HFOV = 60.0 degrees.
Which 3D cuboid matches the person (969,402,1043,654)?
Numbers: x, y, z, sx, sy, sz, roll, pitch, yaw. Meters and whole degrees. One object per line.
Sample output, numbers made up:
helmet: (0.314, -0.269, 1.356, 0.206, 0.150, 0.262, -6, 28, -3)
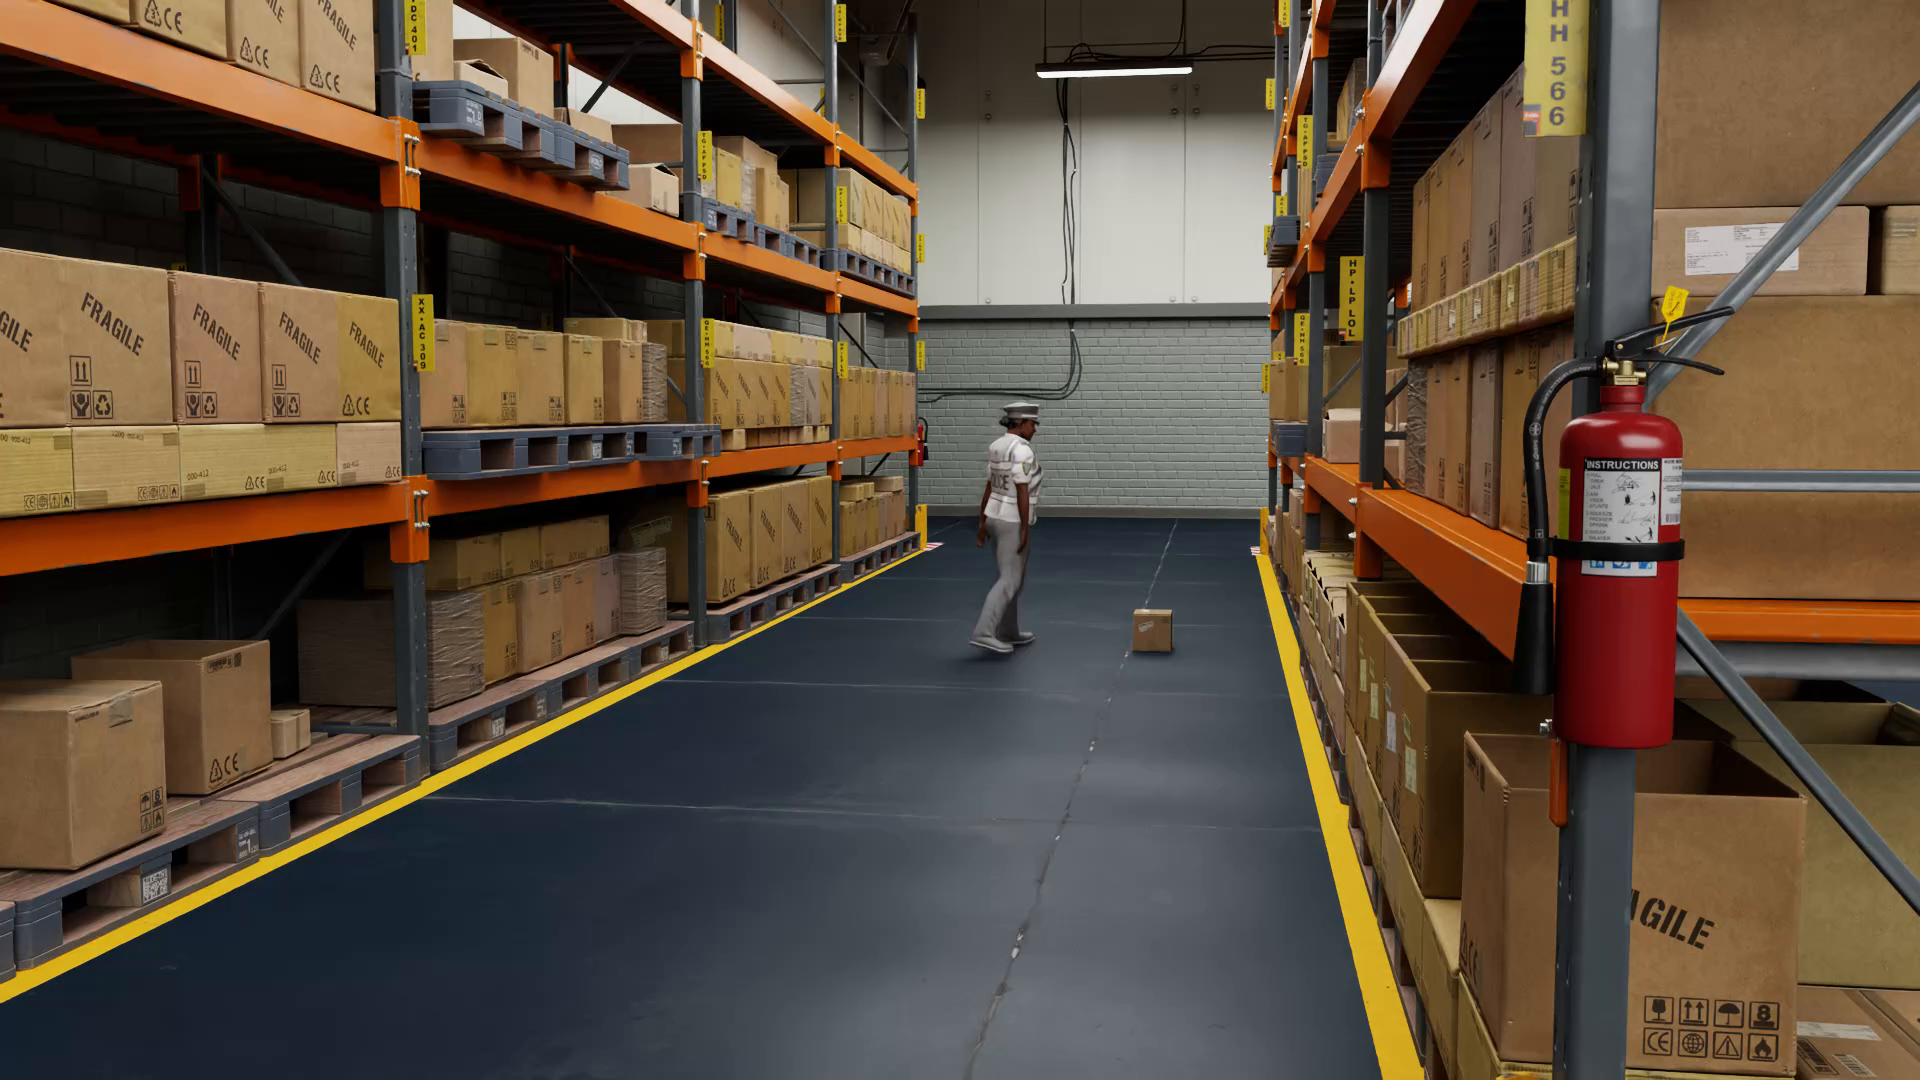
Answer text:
person: (0.309, -0.086, 10.958, 0.662, 1.638, 0.625, -2, 5, -24)
